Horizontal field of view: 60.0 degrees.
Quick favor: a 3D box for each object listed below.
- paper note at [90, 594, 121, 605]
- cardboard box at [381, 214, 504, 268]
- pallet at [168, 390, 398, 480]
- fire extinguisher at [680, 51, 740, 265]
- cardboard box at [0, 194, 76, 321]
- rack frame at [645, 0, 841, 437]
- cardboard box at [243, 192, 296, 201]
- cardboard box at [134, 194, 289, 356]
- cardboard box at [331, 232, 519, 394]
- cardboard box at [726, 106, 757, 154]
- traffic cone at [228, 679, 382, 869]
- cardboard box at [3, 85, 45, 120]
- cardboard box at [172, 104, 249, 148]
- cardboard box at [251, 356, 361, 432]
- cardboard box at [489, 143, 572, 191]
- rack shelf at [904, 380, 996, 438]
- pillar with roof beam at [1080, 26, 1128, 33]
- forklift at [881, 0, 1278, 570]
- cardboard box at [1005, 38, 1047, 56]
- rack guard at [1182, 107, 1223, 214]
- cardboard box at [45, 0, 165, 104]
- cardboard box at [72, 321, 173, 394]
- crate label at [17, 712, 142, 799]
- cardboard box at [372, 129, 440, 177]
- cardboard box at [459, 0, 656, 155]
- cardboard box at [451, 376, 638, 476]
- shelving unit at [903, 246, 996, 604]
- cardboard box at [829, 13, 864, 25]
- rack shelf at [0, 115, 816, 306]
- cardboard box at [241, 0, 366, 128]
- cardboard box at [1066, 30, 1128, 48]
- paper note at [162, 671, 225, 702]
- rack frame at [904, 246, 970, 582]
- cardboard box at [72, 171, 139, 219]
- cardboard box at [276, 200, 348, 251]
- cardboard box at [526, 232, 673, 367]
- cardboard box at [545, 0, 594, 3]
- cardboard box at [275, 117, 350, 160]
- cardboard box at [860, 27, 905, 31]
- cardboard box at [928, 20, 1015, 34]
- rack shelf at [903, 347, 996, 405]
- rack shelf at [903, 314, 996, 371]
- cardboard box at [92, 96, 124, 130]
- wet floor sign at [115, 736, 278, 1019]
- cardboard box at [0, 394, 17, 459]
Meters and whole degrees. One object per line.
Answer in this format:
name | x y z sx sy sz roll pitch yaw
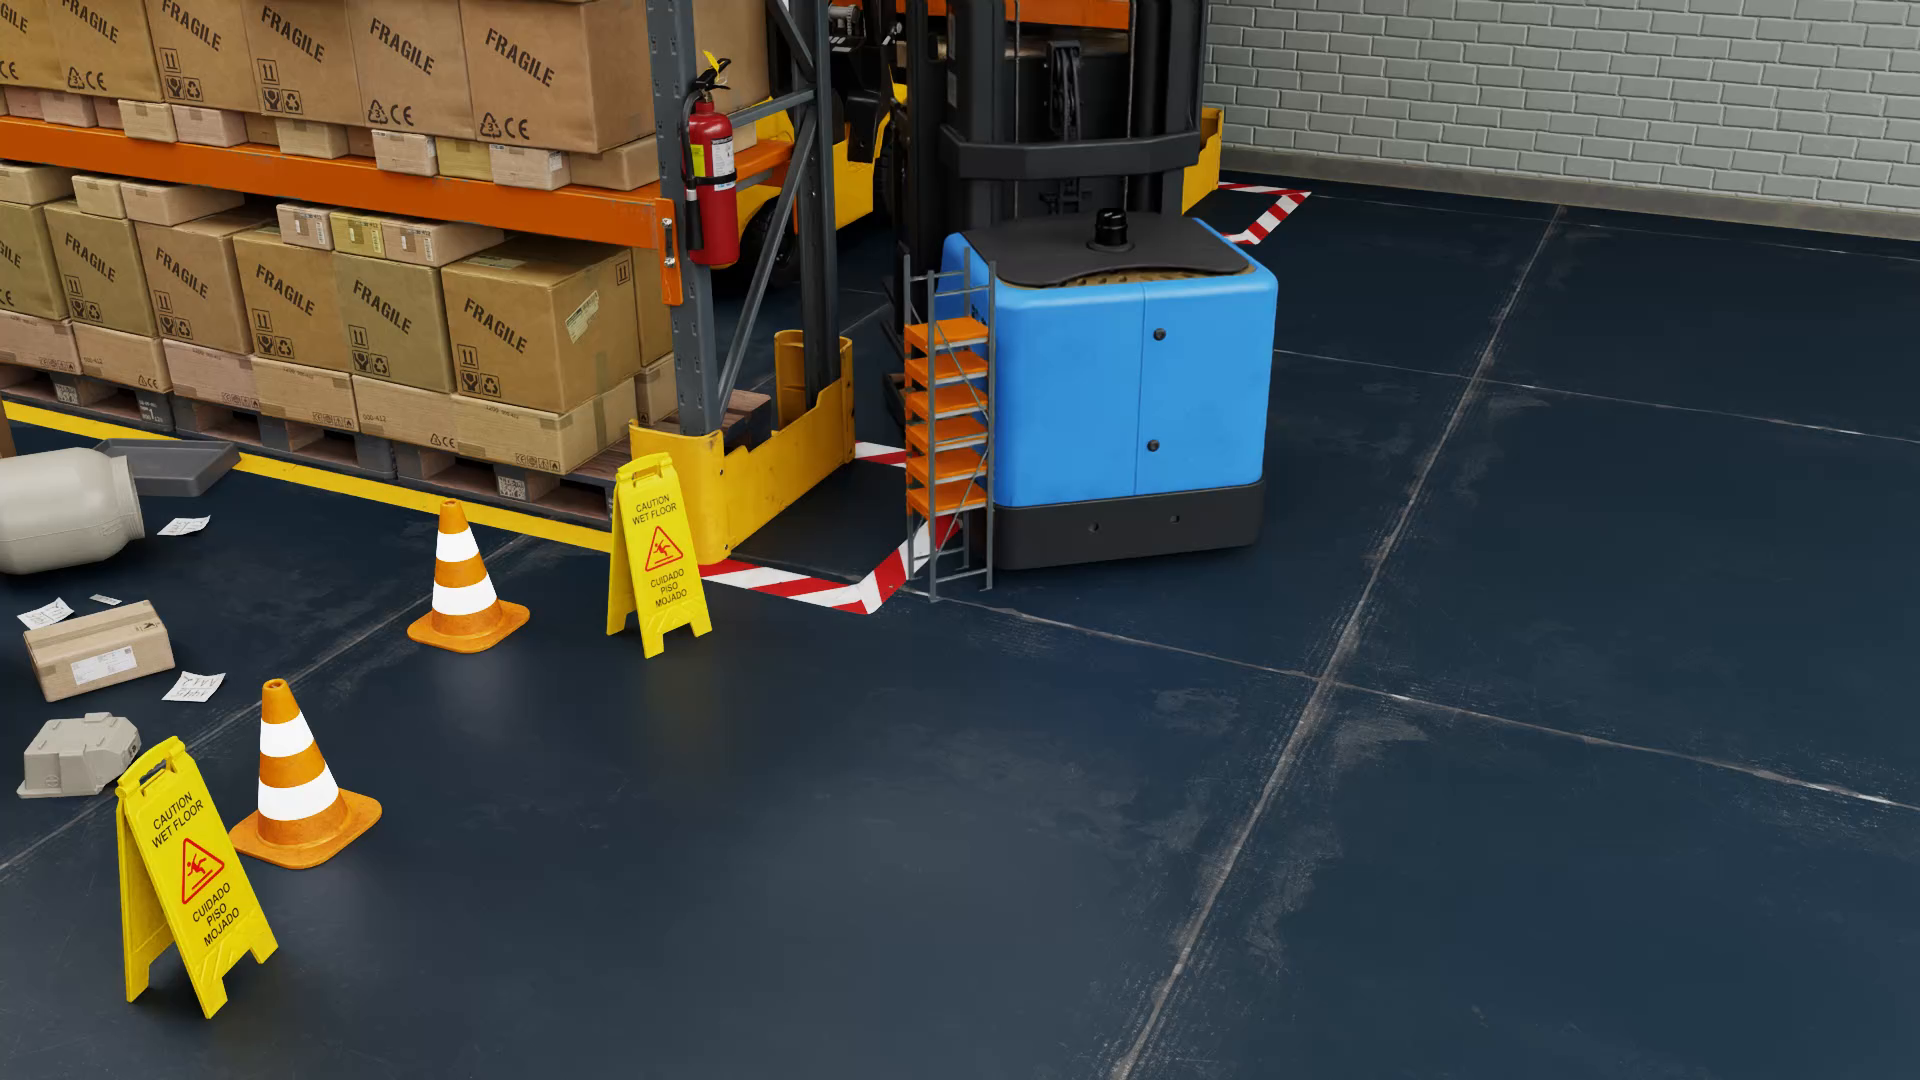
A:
paper note | -2.988 0.209 5.814 0.123 0.001 0.032 11 28 22
cardboard box | -1.944 -1.161 6.266 0.250 0.149 0.380 12 29 23
pallet | -2.646 -0.646 7.324 1.213 0.211 1.003 11 28 22
fire extinguisher | -0.832 -1.256 5.493 0.183 0.674 0.296 11 28 22
cardboard box | -3.961 -1.303 7.289 0.500 0.500 0.500 13 29 24
rack frame | -0.745 -1.497 5.895 0.127 3.000 1.000 11 28 22
cardboard box | -2.808 -1.334 7.352 0.500 0.500 0.500 13 29 24
cardboard box | -2.998 -1.114 6.906 0.500 0.500 0.500 13 29 24
cardboard box | -2.059 -0.924 6.519 0.500 0.500 0.500 12 29 24
cardboard box | -0.969 -1.530 6.245 0.250 0.149 0.380 11 28 22
traffic cone | -1.821 0.590 4.528 0.334 0.463 0.336 11 28 22
cardboard box | -3.726 -1.867 6.931 0.250 0.149 0.380 11 28 22
cardboard box | -2.831 -1.657 6.503 0.250 0.149 0.380 11 28 22
cardboard box | -2.539 -0.683 6.878 0.500 0.250 0.500 10 28 20
cardboard box | -1.451 -1.368 5.918 0.250 0.149 0.380 11 28 21
rack shelf | -0.035 -0.443 5.619 0.258 0.103 0.180 -12 29 -23
pillar with roof beam | -0.737 -4.944 6.103 0.400 9.000 9.100 11 28 22
forklift | 0.277 -1.838 6.665 1.130 2.935 3.031 -6 27 -12
cardboard box | 0.291 -2.947 10.345 0.500 0.250 0.500 12 29 23
rack guard | 1.328 -2.368 10.493 0.348 0.500 1.175 11 28 22
cardboard box | -3.183 -2.035 6.537 0.500 0.500 0.500 11 28 21
cardboard box | -3.470 -0.874 7.266 0.500 0.250 0.500 13 29 25
crate label | -2.562 0.617 4.842 0.298 0.136 0.250 -2 26 -5
cardboard box | -1.922 -1.459 6.101 0.250 0.149 0.380 12 29 23
cardboard box | -1.353 -1.664 5.783 0.500 0.500 0.500 11 28 21
cardboard box | -1.614 -0.496 6.499 0.500 0.250 0.500 11 28 22
shelving unit | -0.035 -0.375 5.652 0.258 1.200 0.189 -12 29 -23
cardboard box | -0.885 -3.432 11.329 0.500 0.250 0.500 12 28 22
rack shelf | -2.566 -1.540 6.796 4.000 0.370 1.077 11 28 22
cardboard box | -2.261 -1.850 6.162 0.500 0.500 0.500 11 28 22
cardboard box | 0.947 -3.061 10.577 0.500 0.250 0.500 11 28 21
paper note | -2.430 0.463 5.276 0.142 0.019 0.148 2 26 4
rack frame | -0.076 -0.412 5.726 0.240 1.200 0.006 -12 29 -23
cardboard box | -3.403 -1.454 6.861 0.250 0.149 0.380 13 29 24
cardboard box | -2.411 -1.257 6.461 0.250 0.149 0.380 13 29 24
cardboard box | -1.387 -1.051 6.777 0.500 0.500 0.500 10 28 20
cardboard box | -1.300 -2.129 5.597 0.500 0.500 0.700 11 28 21
cardboard box | -2.367 -1.572 6.332 0.250 0.149 0.380 11 28 21
cardboard box | -0.631 -3.131 10.718 0.500 0.250 0.500 11 28 21
cardboard box | 0.040 -3.246 10.954 0.500 0.250 0.500 11 28 21
rack shelf | -0.035 -0.550 5.565 0.258 0.103 0.180 -12 29 -23
rack shelf | -0.035 -0.658 5.511 0.258 0.103 0.180 -12 29 -23
cardboard box | -3.260 -1.772 6.738 0.250 0.149 0.380 11 28 22
wet floor sign | -1.856 0.777 3.941 0.232 0.644 0.267 6 27 13
cardboard box | -3.974 -0.365 6.422 0.500 0.500 0.500 -12 29 -23
